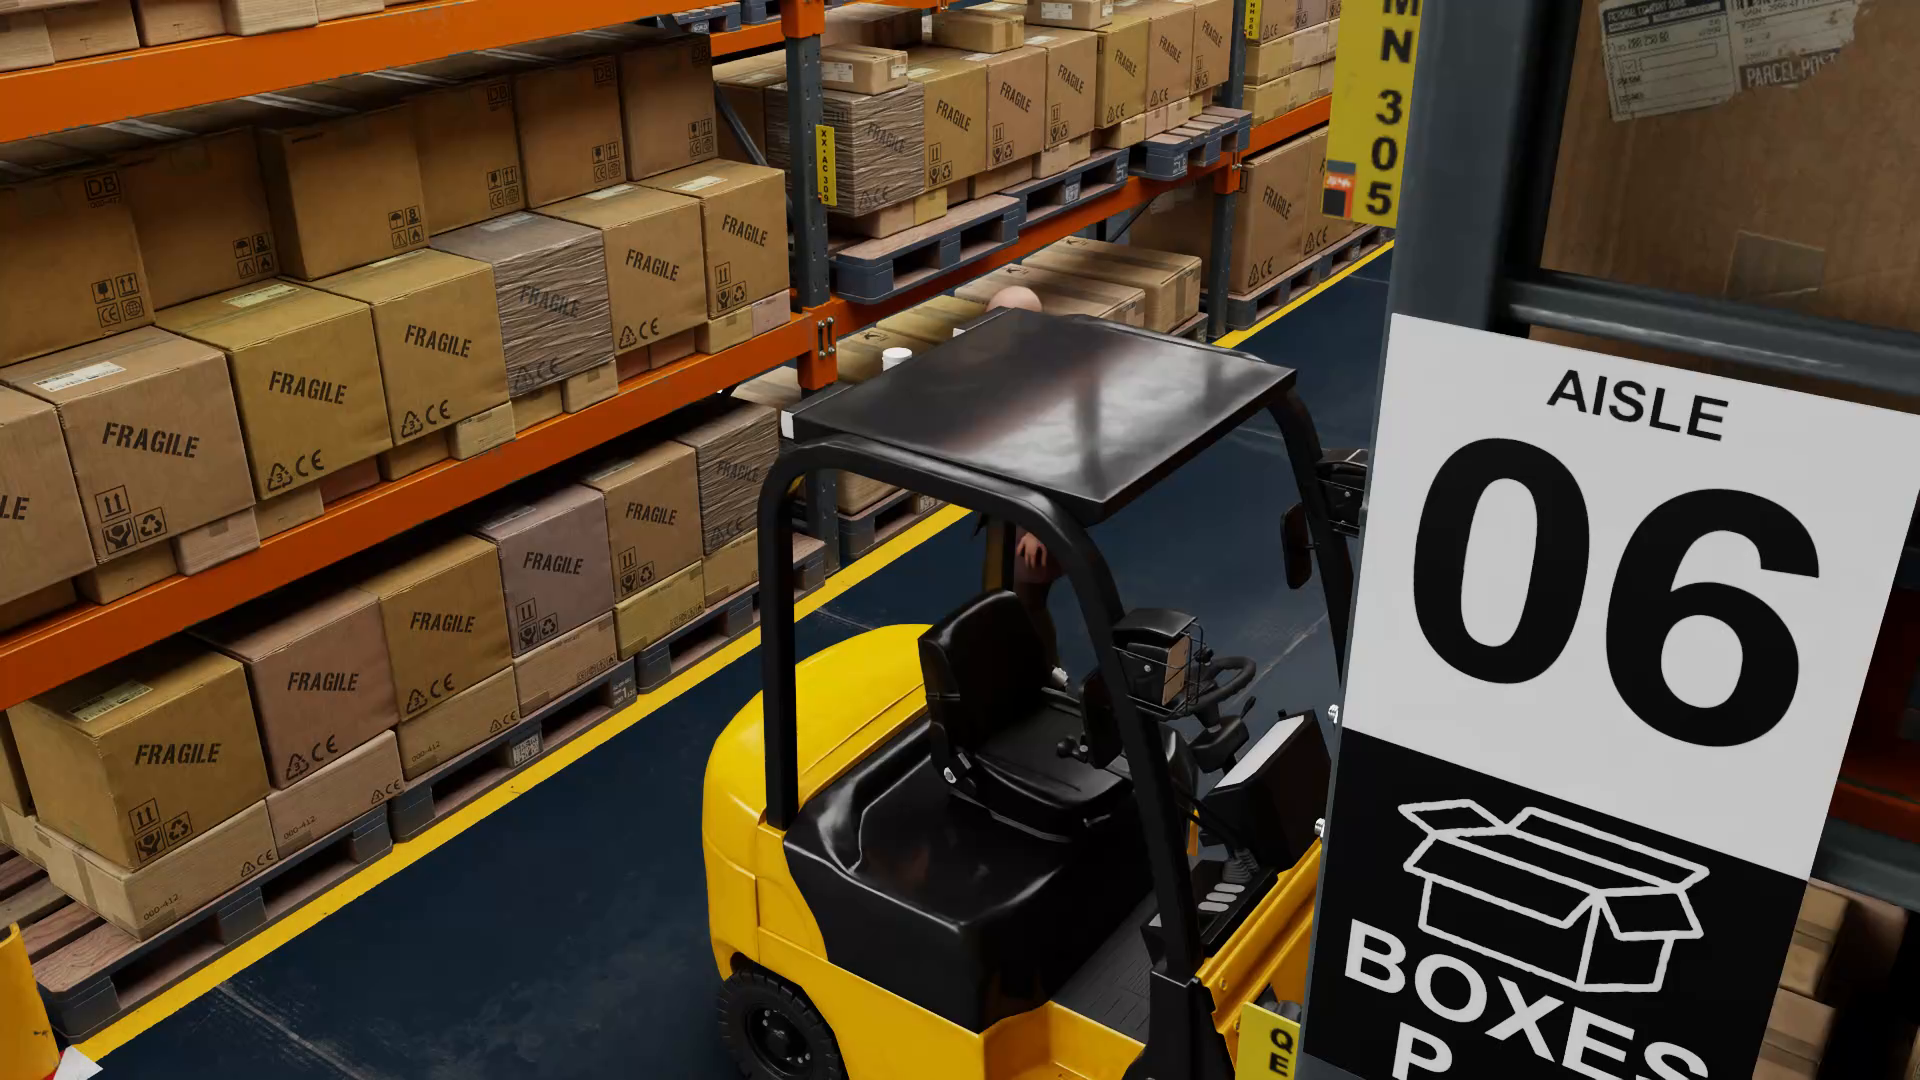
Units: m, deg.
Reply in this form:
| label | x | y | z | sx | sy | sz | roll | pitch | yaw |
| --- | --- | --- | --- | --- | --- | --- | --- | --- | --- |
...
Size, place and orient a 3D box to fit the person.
| label | x | y | z | sx | sy | sz | roll | pitch | yaw |
| --- | --- | --- | --- | --- | --- | --- | --- | --- | --- |
| person | 0.243 | -0.124 | 6.381 | 0.427 | 1.773 | 0.652 | -10 | 28 | -18 |
